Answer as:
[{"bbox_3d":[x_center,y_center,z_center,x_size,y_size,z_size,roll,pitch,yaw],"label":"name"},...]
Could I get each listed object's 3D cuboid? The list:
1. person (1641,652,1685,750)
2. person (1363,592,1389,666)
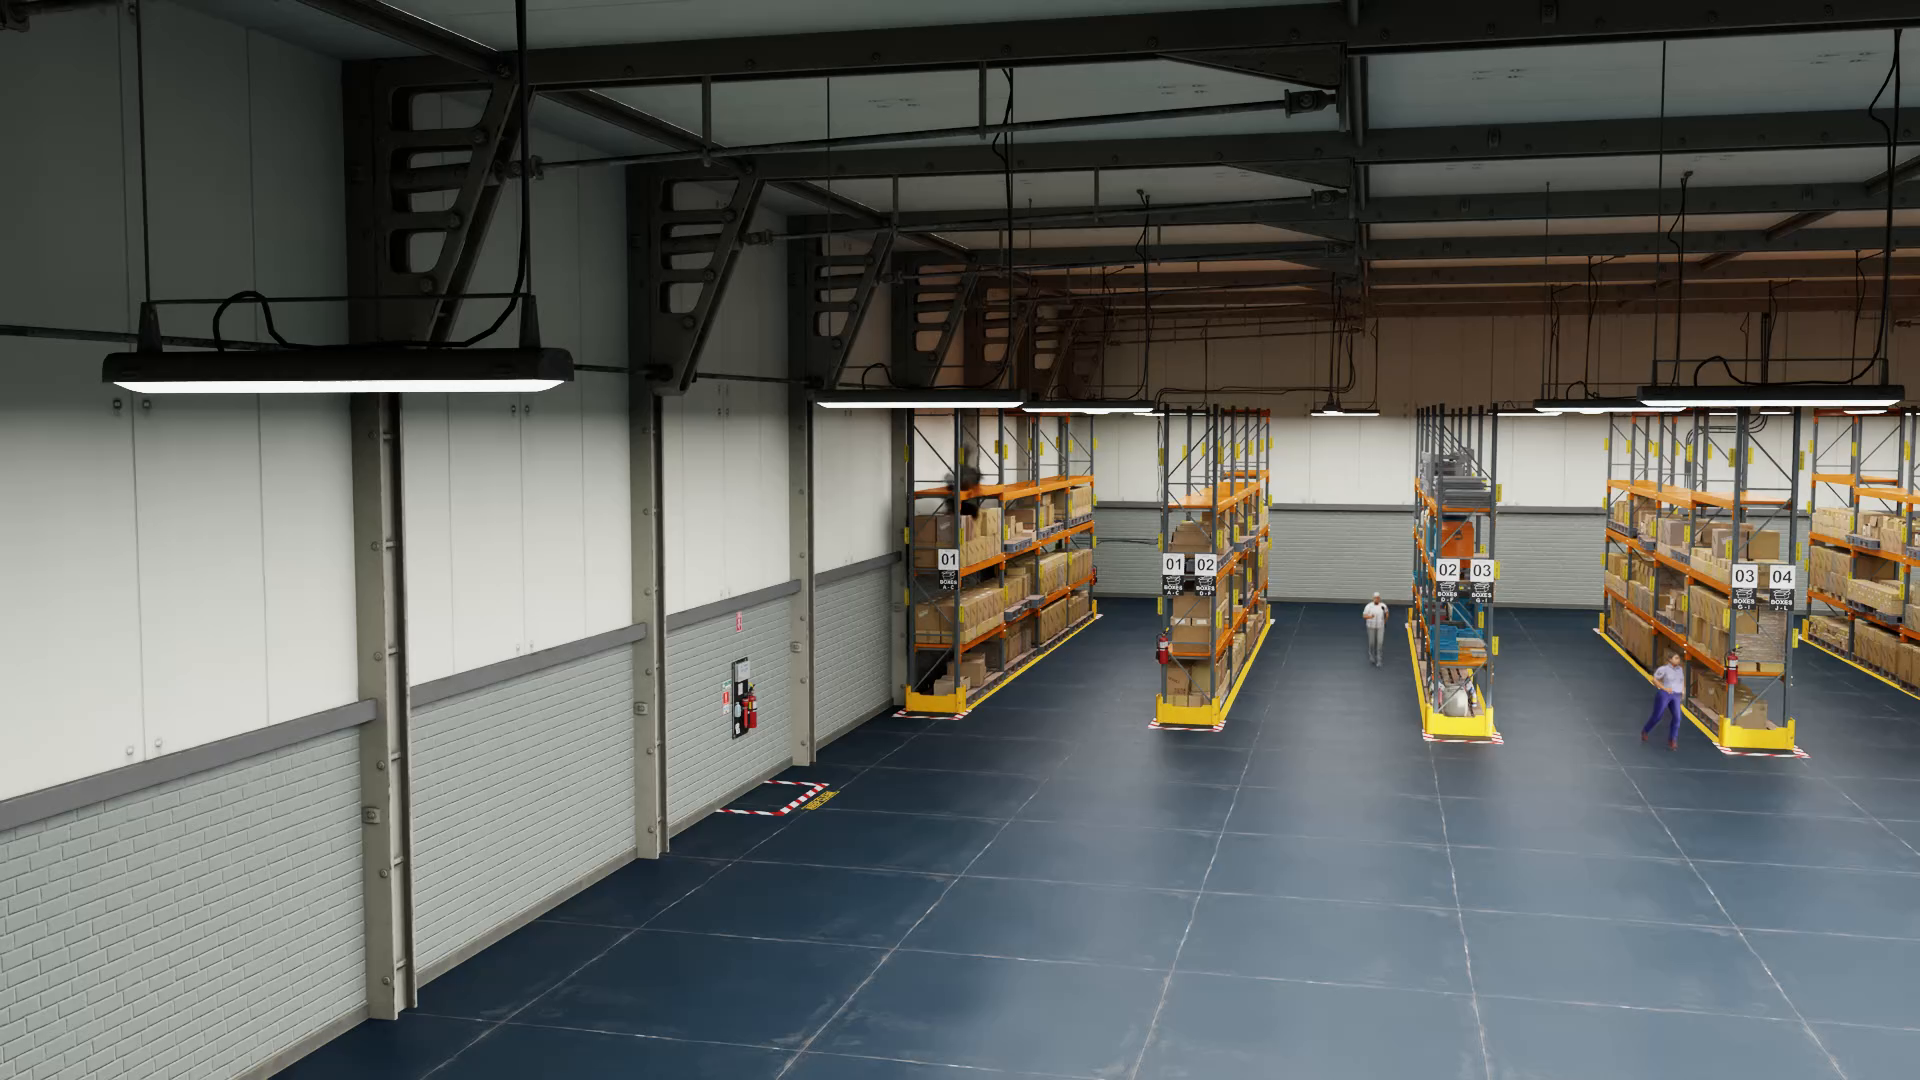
[{"bbox_3d":[12.427,2.797,29.137,0.694,1.670,0.842,0,4,-6],"label":"person"},{"bbox_3d":[9.660,2.048,38.619,0.602,1.663,0.913,1,4,10],"label":"person"}]
